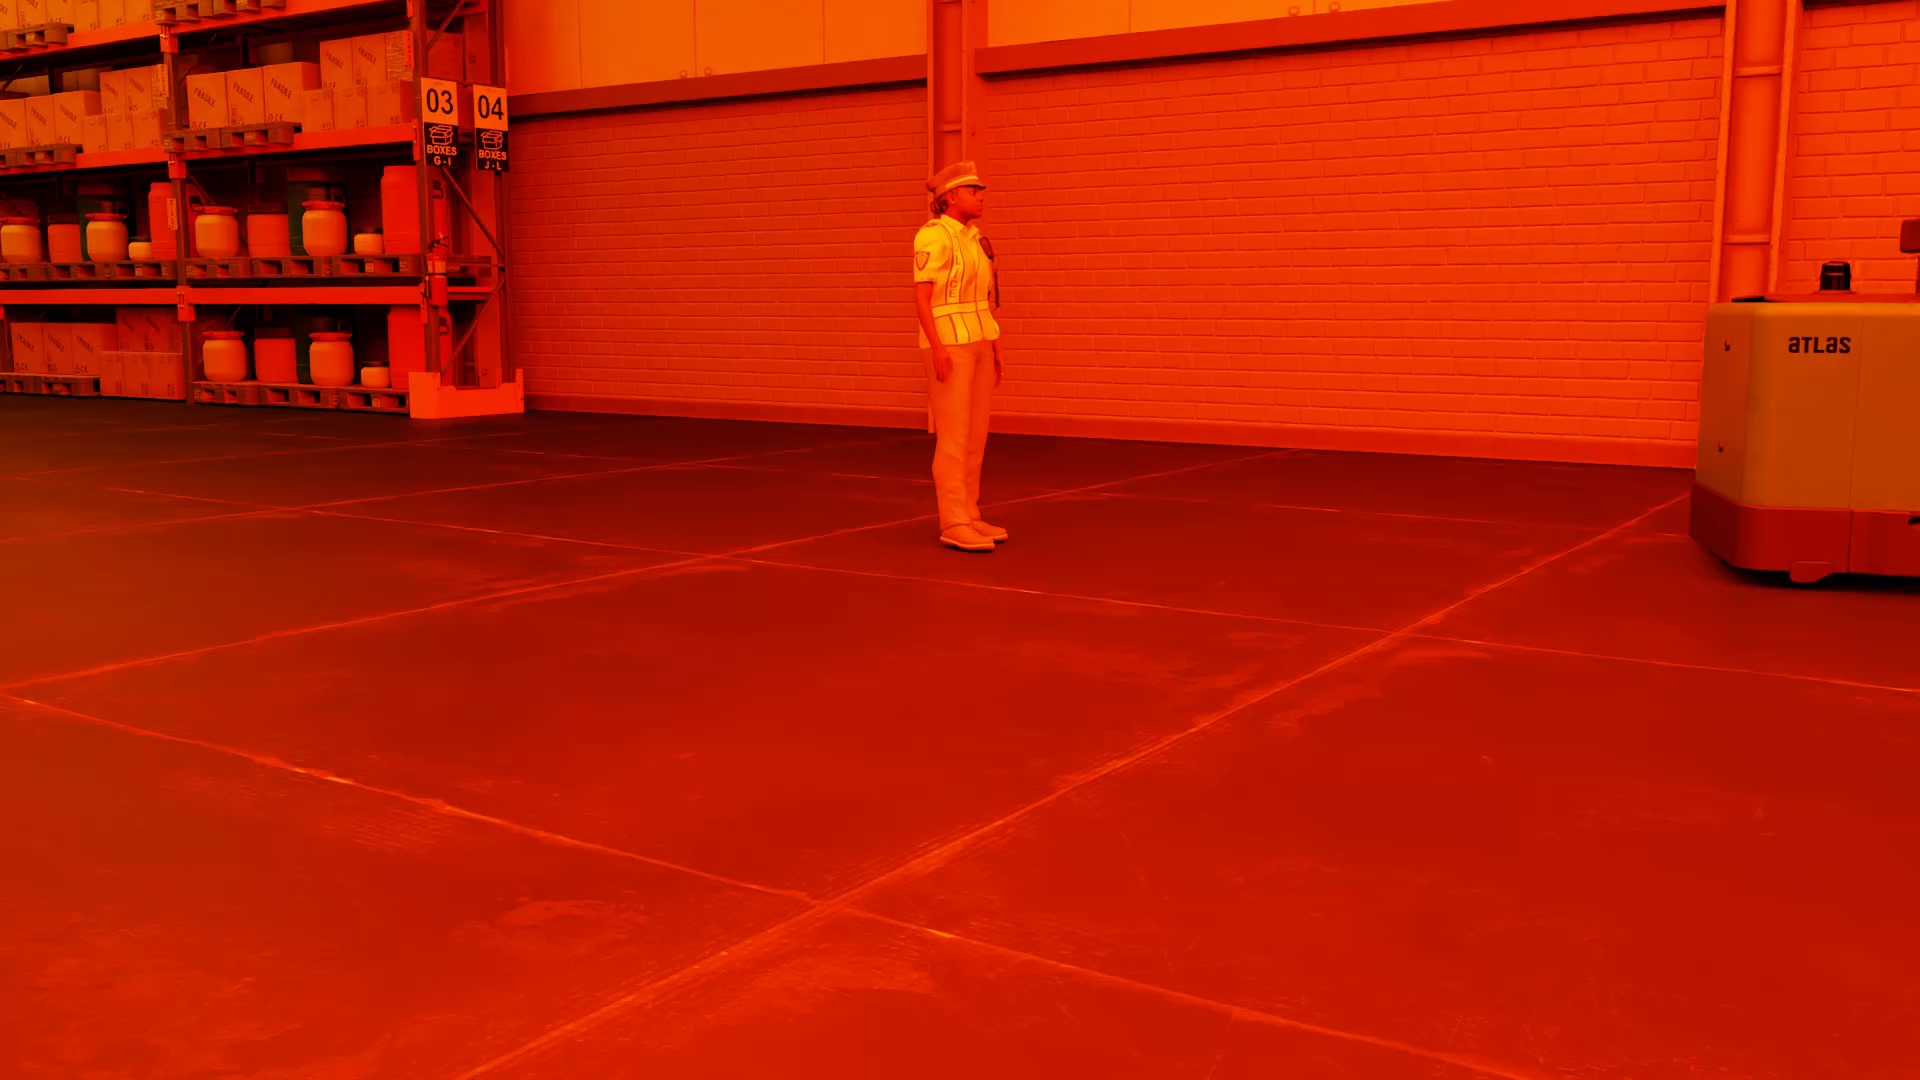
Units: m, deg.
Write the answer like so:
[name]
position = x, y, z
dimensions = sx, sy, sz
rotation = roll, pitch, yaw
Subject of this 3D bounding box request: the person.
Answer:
[person]
position = 0.051, -0.838, 7.425
dimensions = 0.528, 1.695, 0.569
rotation = 5, 10, 34

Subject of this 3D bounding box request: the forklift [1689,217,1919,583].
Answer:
[forklift]
position = 4.542, -1.291, 6.269
dimensions = 3.031, 2.935, 1.130
rotation = 2, 8, 13
